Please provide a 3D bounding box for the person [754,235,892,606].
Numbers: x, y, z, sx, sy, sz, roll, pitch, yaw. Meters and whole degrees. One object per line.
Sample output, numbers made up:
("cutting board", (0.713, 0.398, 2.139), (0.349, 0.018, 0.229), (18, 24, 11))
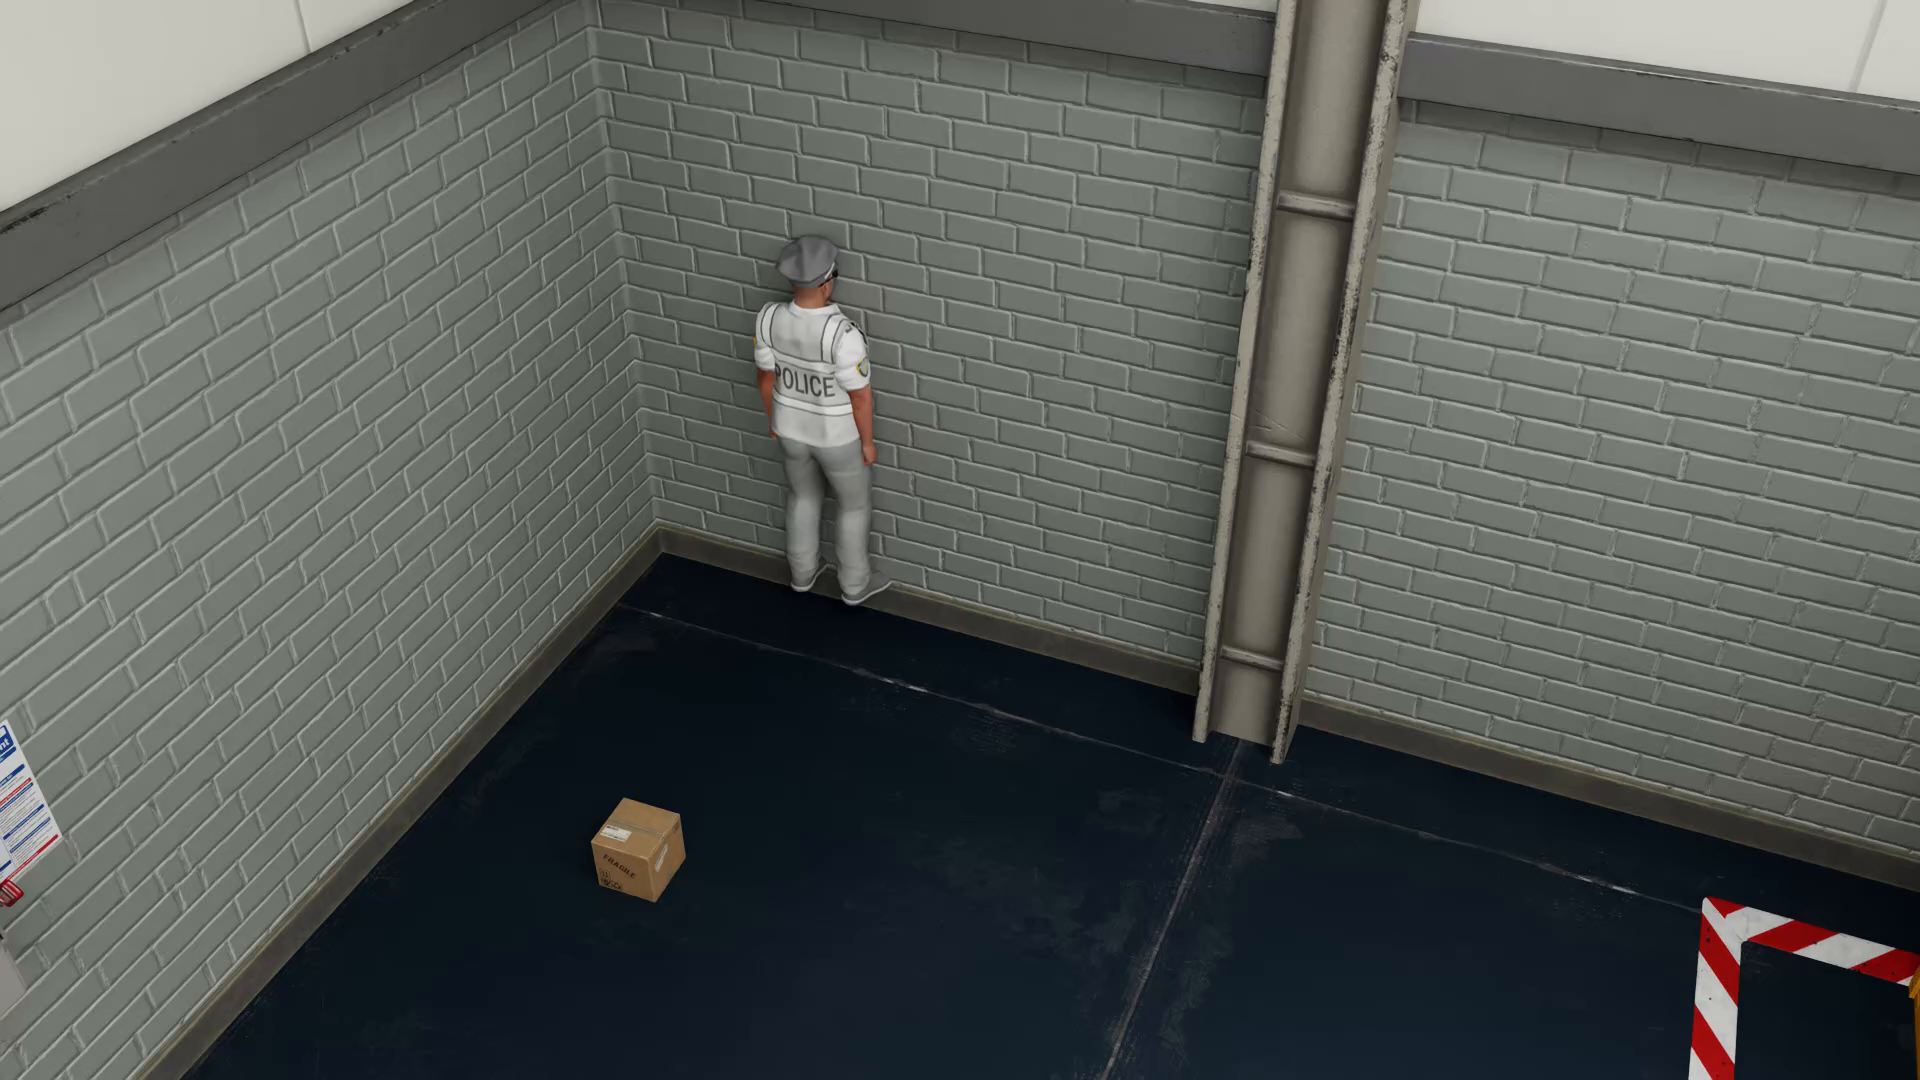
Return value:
("person", (-0.588, -0.501, 7.205), (0.529, 1.773, 0.397), (16, 40, 19))
